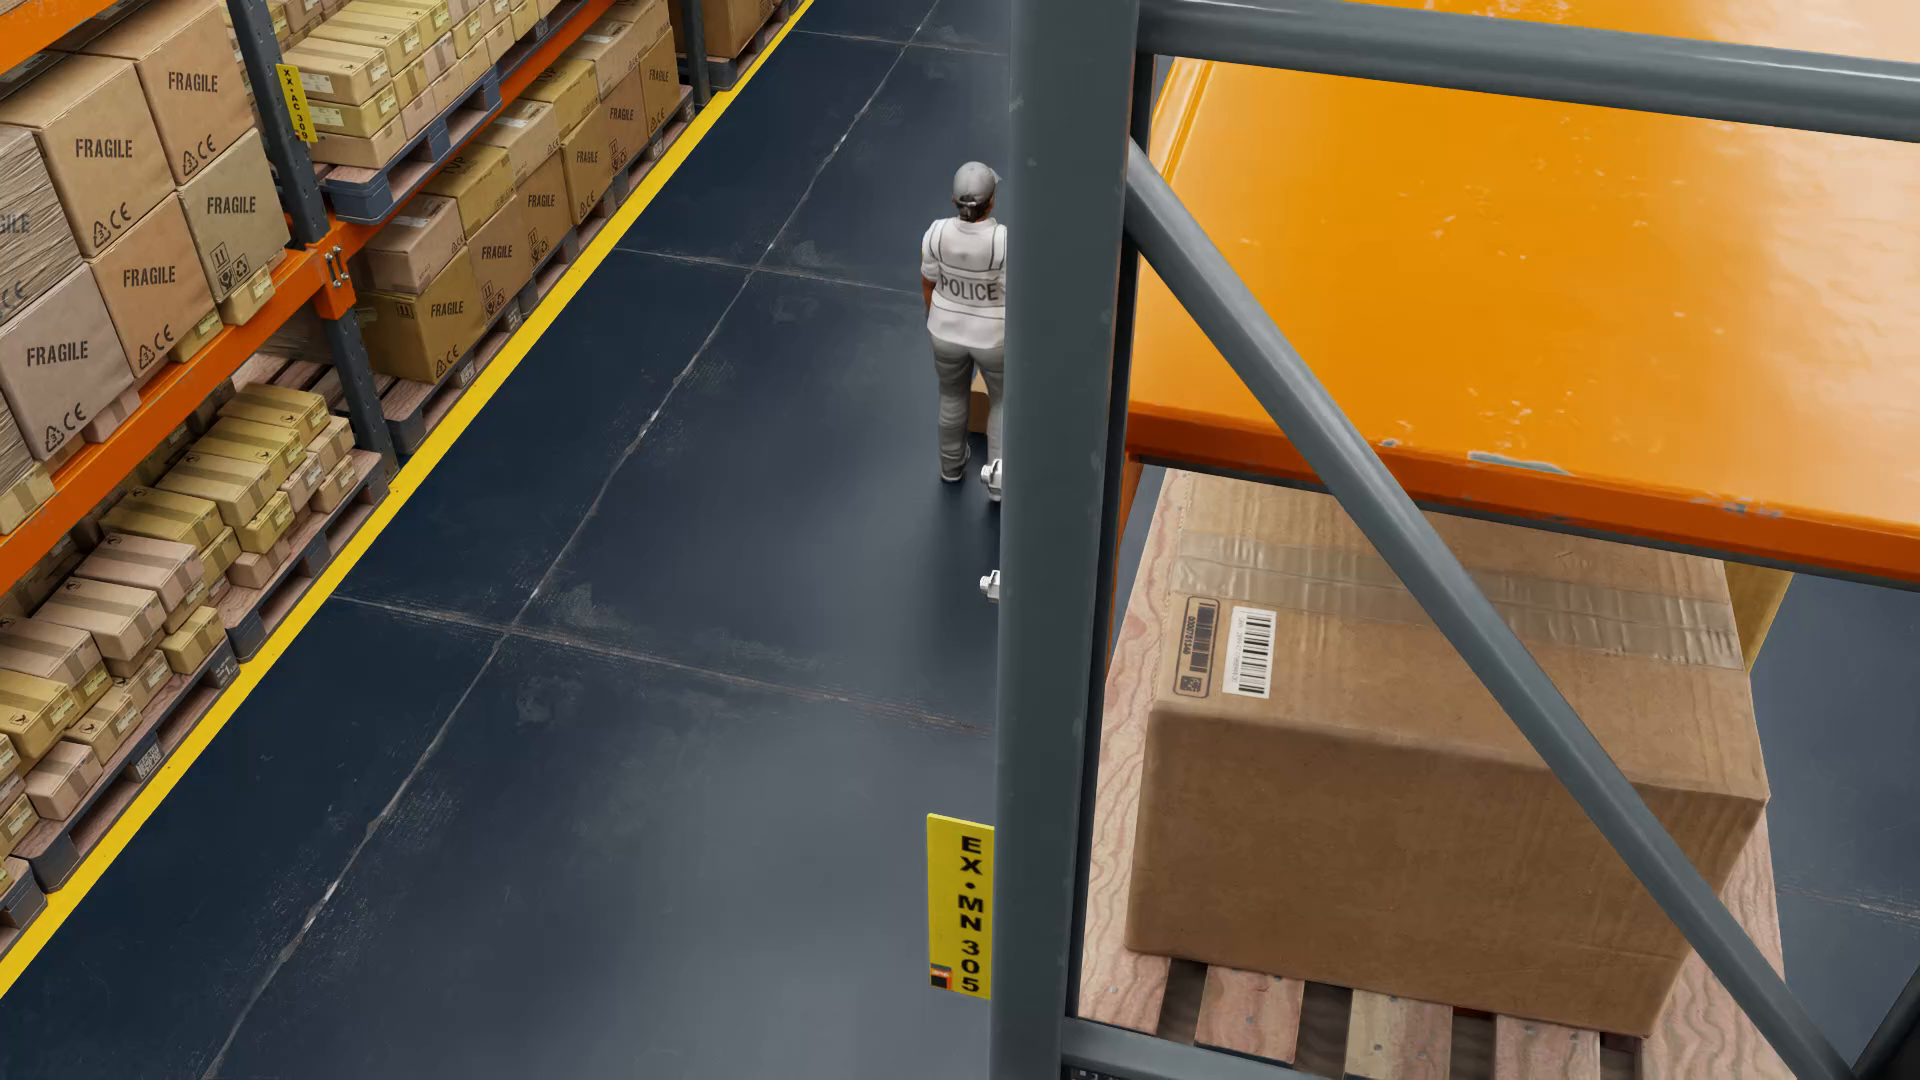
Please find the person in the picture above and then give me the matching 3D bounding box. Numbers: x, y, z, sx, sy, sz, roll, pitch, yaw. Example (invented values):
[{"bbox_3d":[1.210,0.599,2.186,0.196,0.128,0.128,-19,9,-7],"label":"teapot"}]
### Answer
[{"bbox_3d":[0.073,-0.900,7.404,0.481,1.737,0.410,11,42,12],"label":"person"}]
